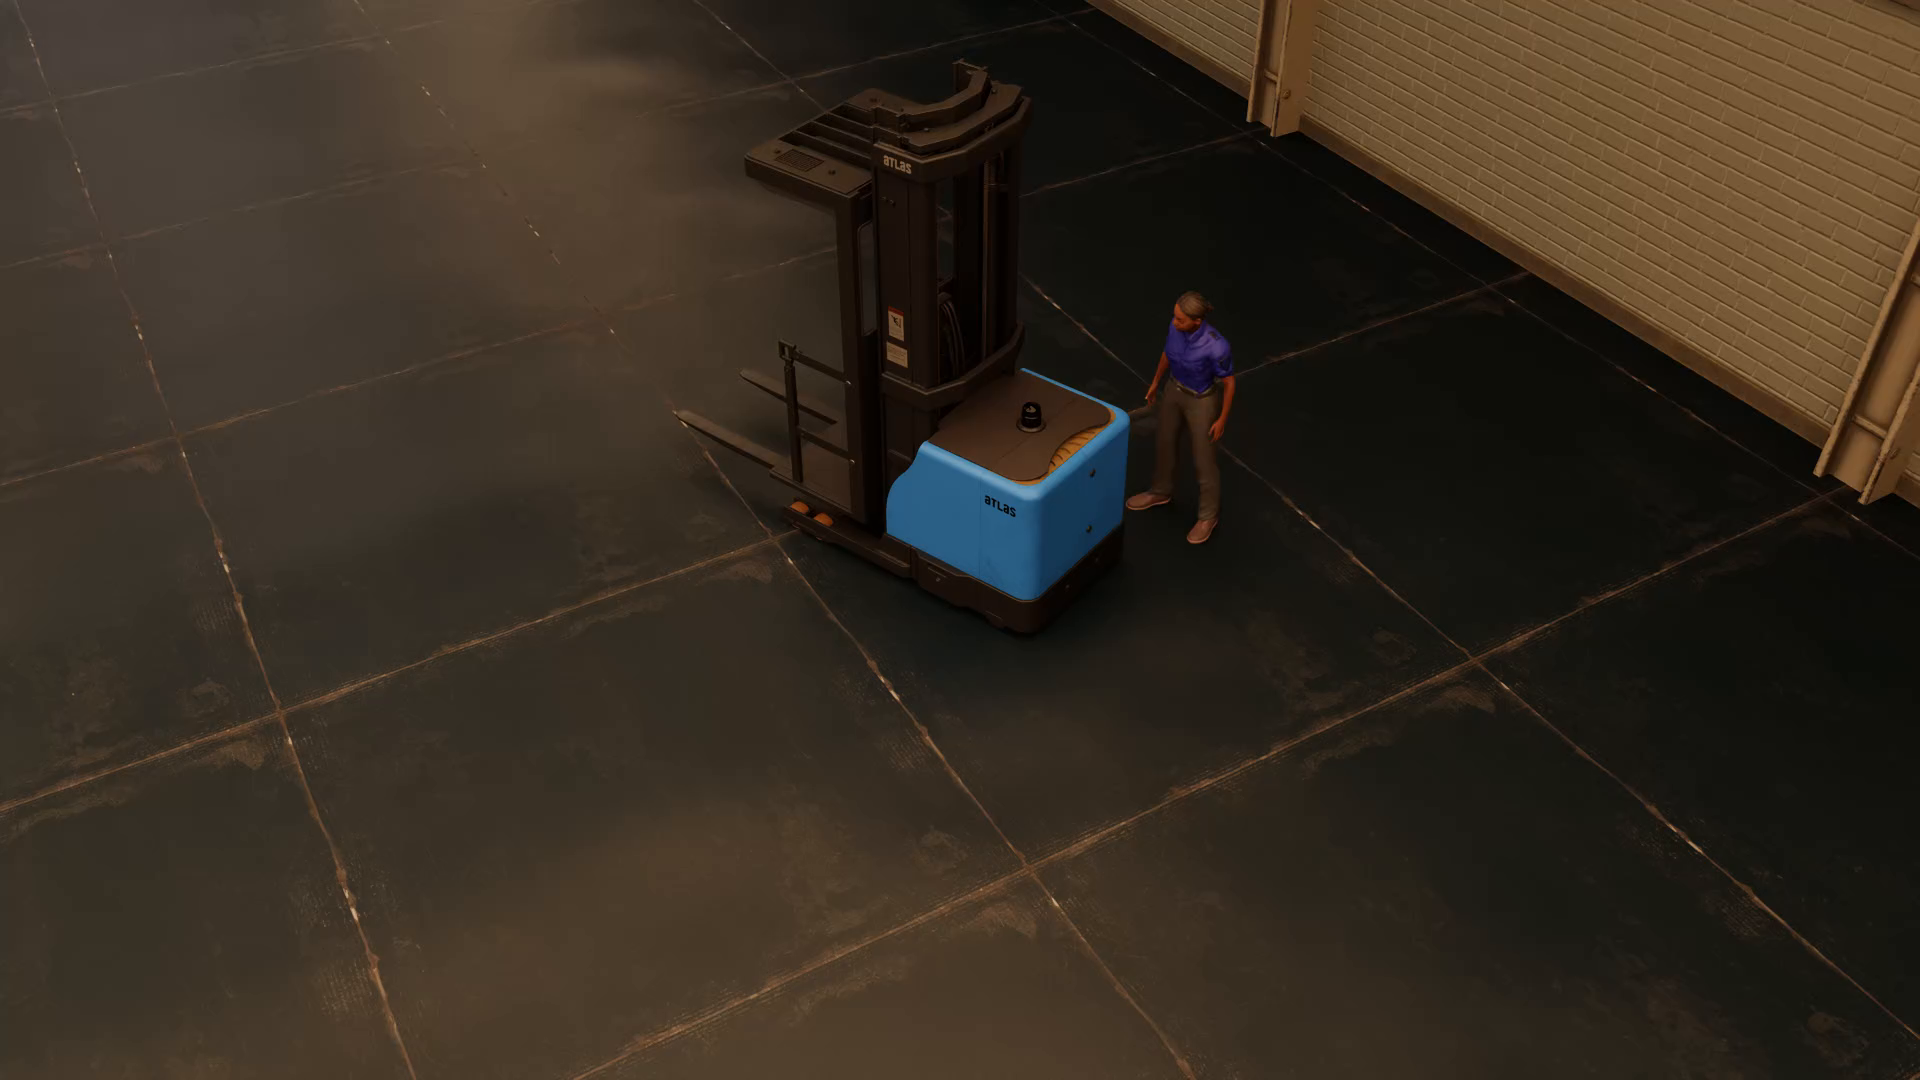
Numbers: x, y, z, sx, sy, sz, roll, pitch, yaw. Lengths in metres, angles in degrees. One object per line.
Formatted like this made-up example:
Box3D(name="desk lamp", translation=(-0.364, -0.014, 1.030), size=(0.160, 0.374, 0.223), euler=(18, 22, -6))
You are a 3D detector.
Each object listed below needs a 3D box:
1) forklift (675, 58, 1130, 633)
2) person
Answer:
Box3D(name="forklift", translation=(-0.481, -1.366, 9.683), size=(3.031, 2.935, 1.130), euler=(26, 46, 28))
Box3D(name="person", translation=(1.376, -0.796, 10.001), size=(0.405, 1.660, 0.615), euler=(-28, 47, -30))
